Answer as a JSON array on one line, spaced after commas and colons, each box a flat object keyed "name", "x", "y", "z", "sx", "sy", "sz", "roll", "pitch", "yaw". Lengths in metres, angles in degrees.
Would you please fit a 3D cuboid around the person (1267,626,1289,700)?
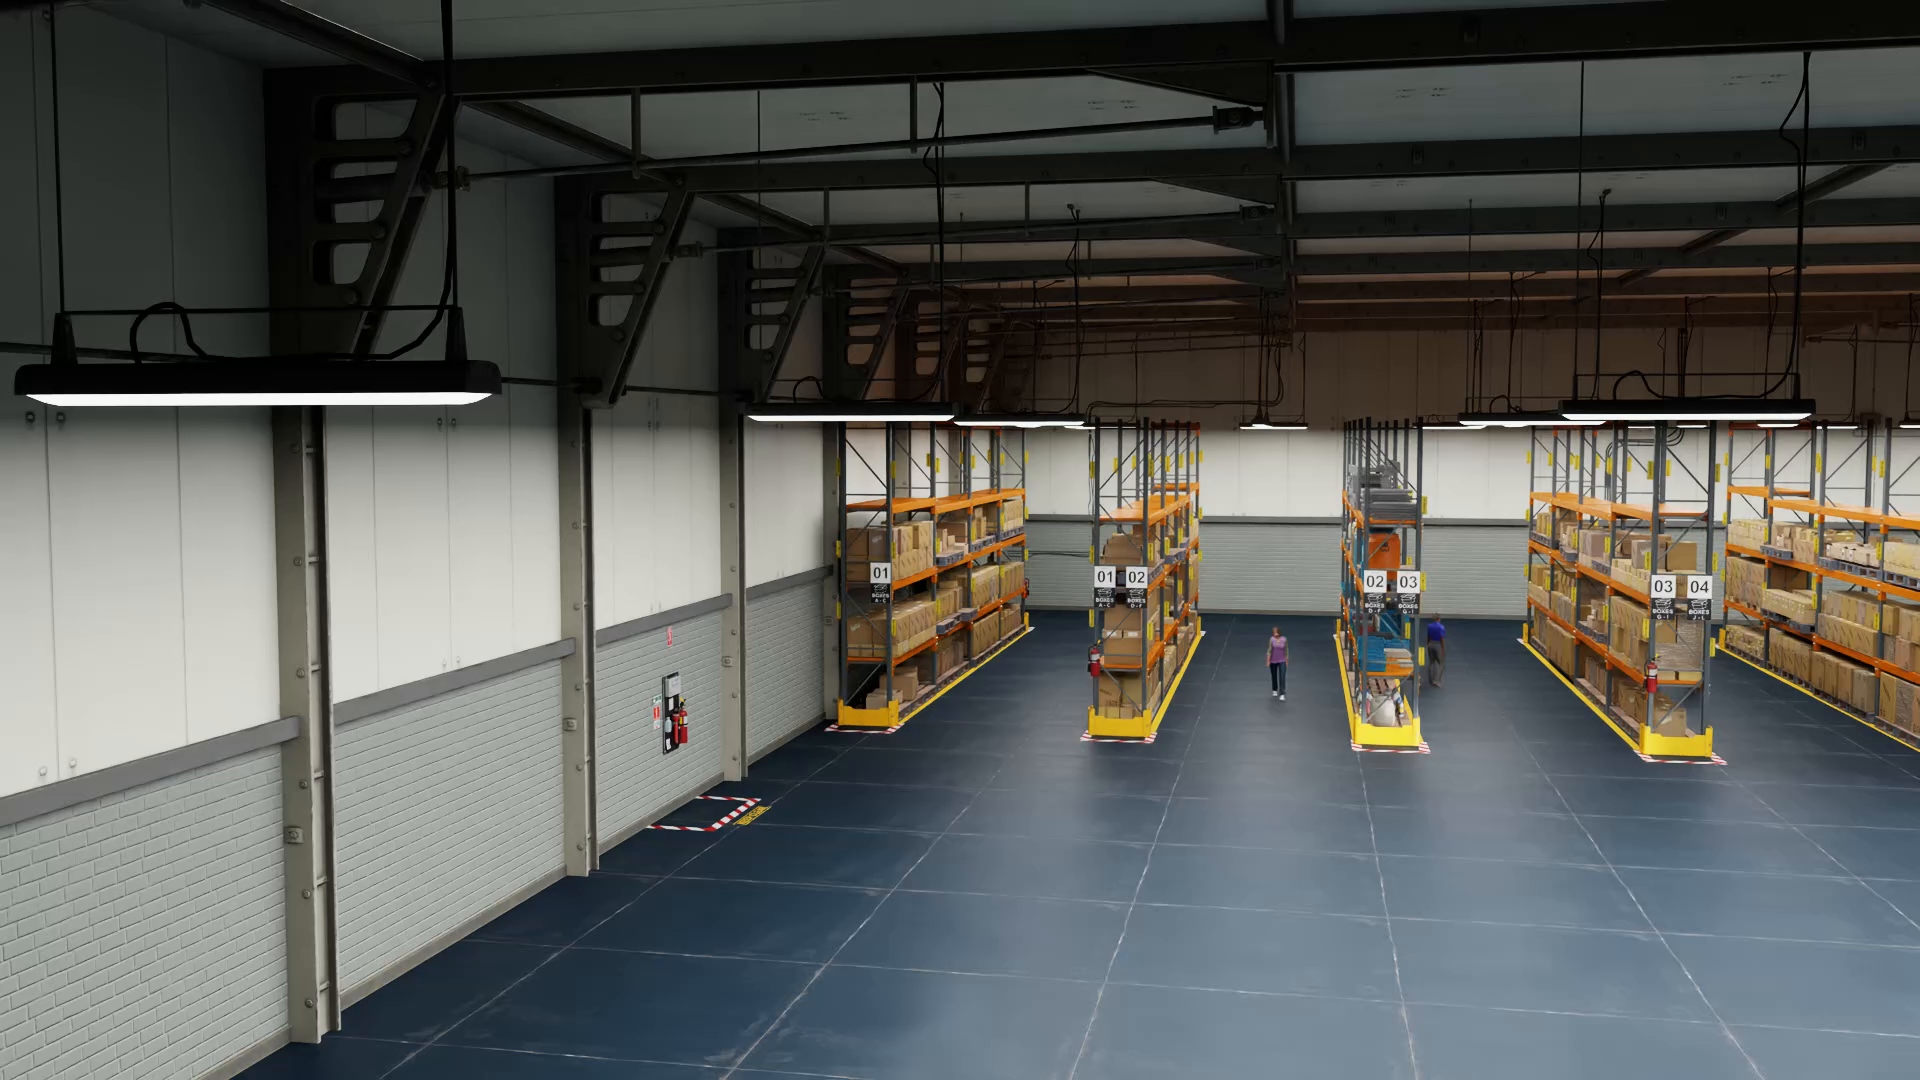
[{"name": "person", "x": 6.829, "y": 2.621, "z": 35.705, "sx": 0.450, "sy": 1.553, "sz": 0.839, "roll": 1, "pitch": 4, "yaw": 18}]

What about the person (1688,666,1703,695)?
[{"name": "person", "x": 16.040, "y": 2.519, "z": 36.415, "sx": 0.598, "sy": 1.695, "sz": 0.656, "roll": 2, "pitch": 4, "yaw": 28}]

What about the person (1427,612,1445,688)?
[{"name": "person", "x": 10.718, "y": 2.487, "z": 37.476, "sx": 0.436, "sy": 1.703, "sz": 0.531, "roll": -3, "pitch": 5, "yaw": -38}]
